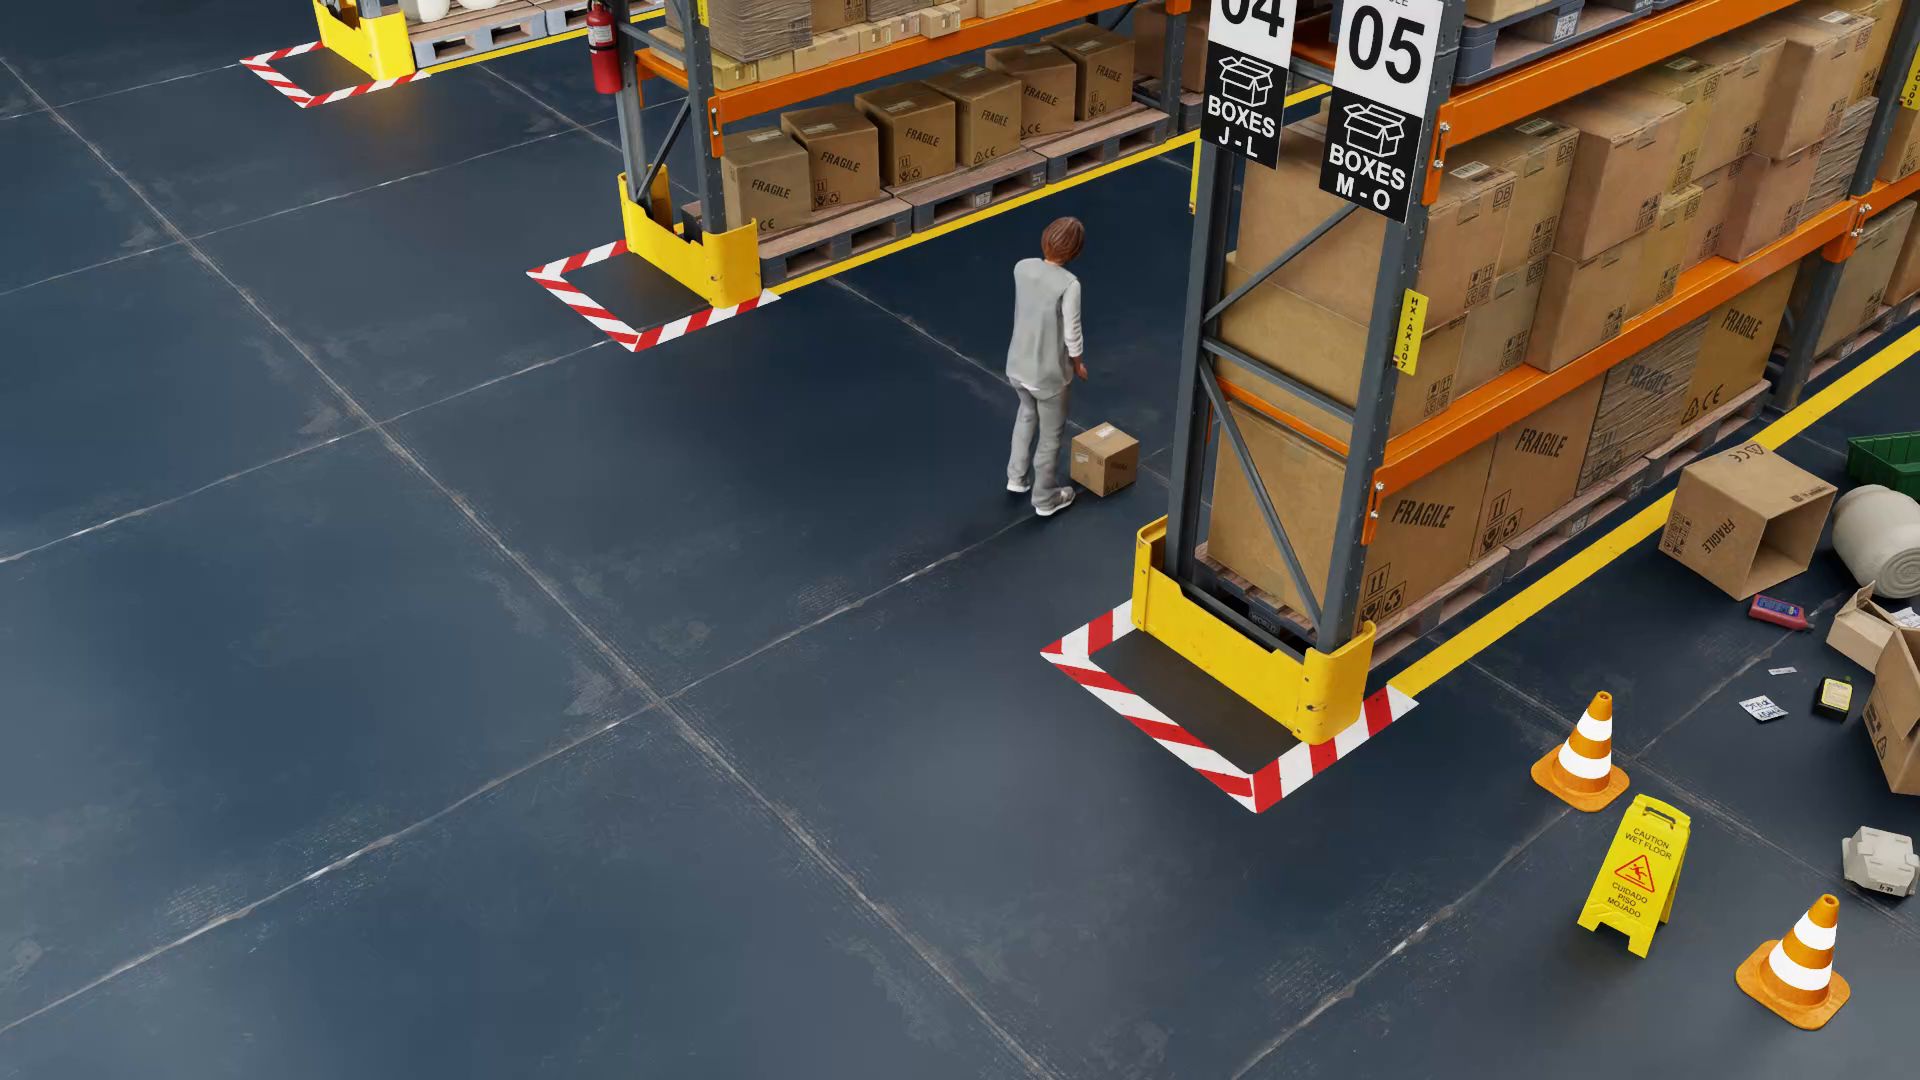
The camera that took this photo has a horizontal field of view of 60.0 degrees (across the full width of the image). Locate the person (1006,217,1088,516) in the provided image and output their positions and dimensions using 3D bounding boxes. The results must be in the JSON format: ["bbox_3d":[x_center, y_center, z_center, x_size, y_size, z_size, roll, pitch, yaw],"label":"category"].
[{"bbox_3d":[0.450,-0.814,8.247,0.436,1.510,0.508,29,45,34],"label":"person"}]
